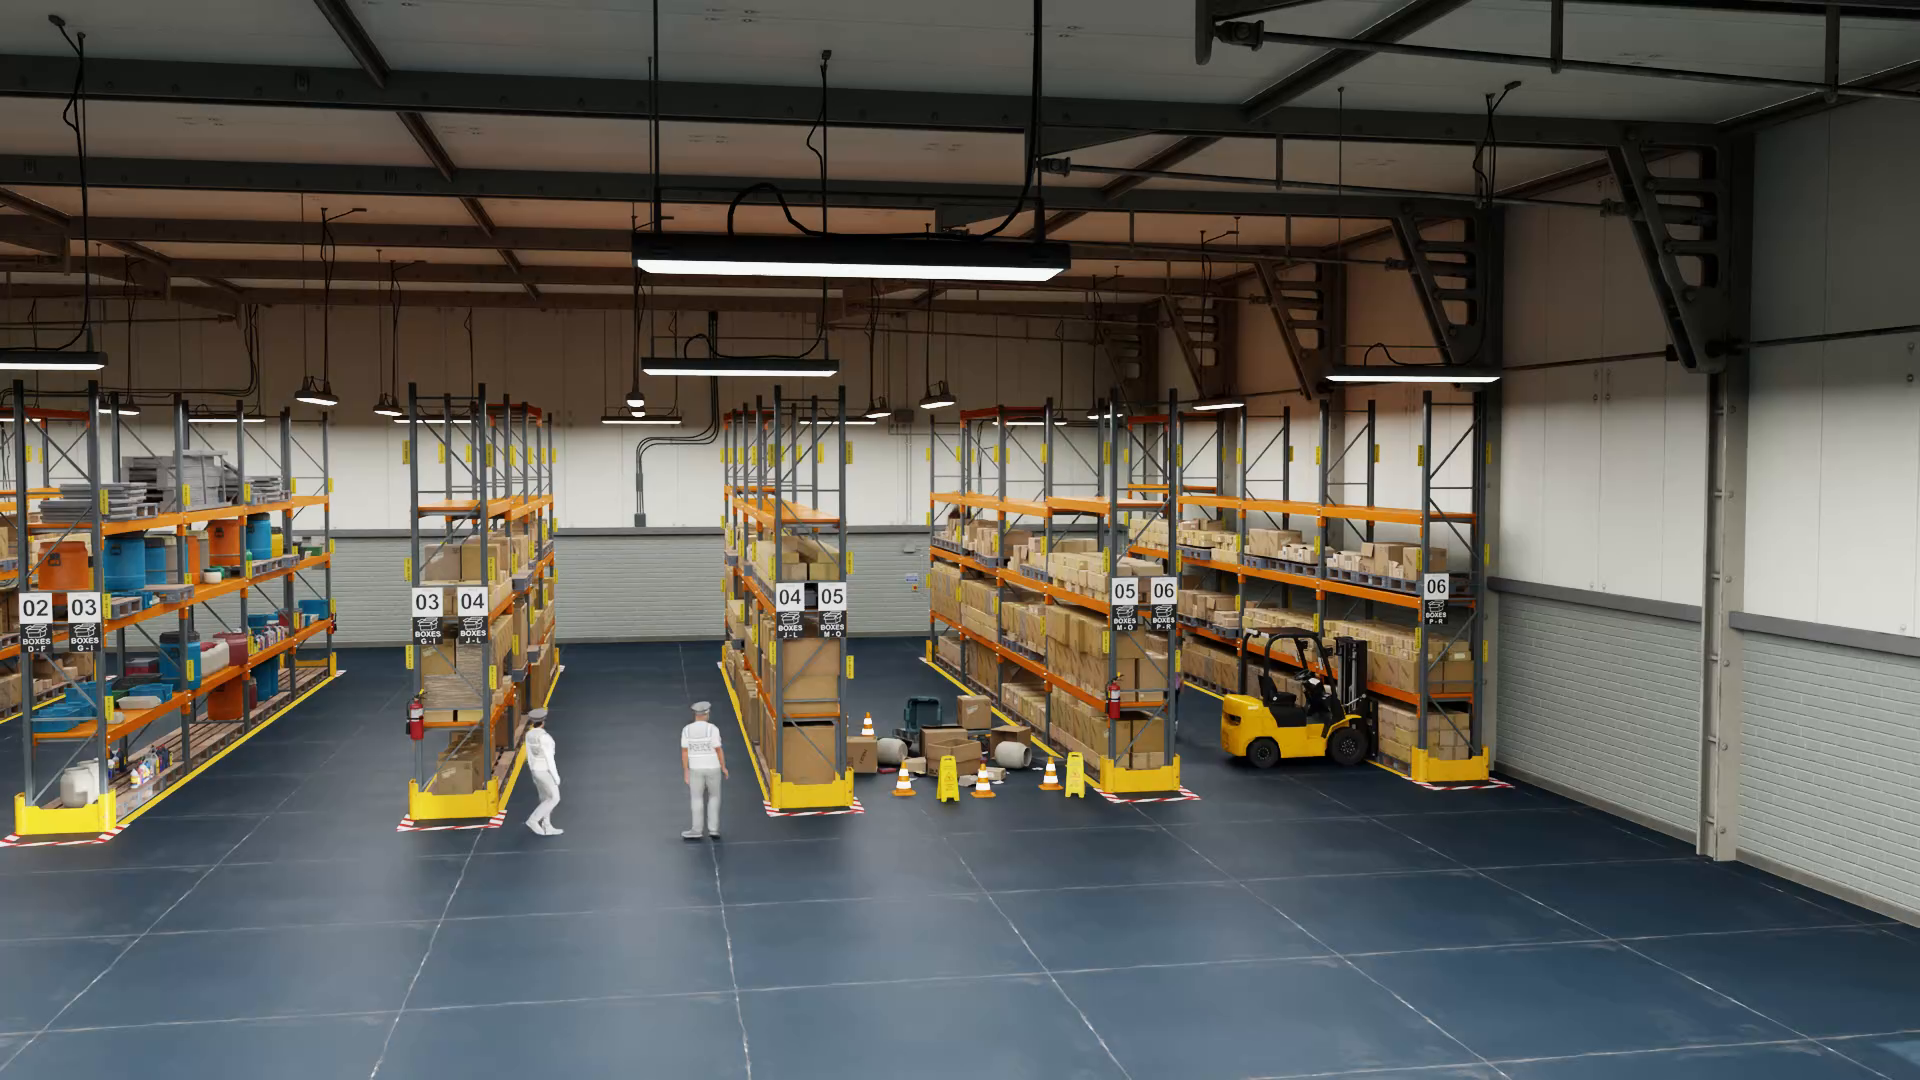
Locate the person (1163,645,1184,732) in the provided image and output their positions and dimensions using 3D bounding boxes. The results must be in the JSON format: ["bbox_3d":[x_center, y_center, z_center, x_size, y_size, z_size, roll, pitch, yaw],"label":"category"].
[{"bbox_3d":[3.805,2.680,30.051,0.475,1.597,0.561,0,3,-9],"label":"person"}]

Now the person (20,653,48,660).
[{"bbox_3d":[-21.509,2.216,38.672,0.728,1.640,0.493,1,3,23],"label":"person"}]

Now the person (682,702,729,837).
[{"bbox_3d":[-3.343,3.023,21.824,0.612,1.806,0.434,0,3,-4],"label":"person"}]

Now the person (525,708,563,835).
[{"bbox_3d":[-5.467,3.053,21.840,0.504,1.684,0.497,-1,3,-25],"label":"person"}]
